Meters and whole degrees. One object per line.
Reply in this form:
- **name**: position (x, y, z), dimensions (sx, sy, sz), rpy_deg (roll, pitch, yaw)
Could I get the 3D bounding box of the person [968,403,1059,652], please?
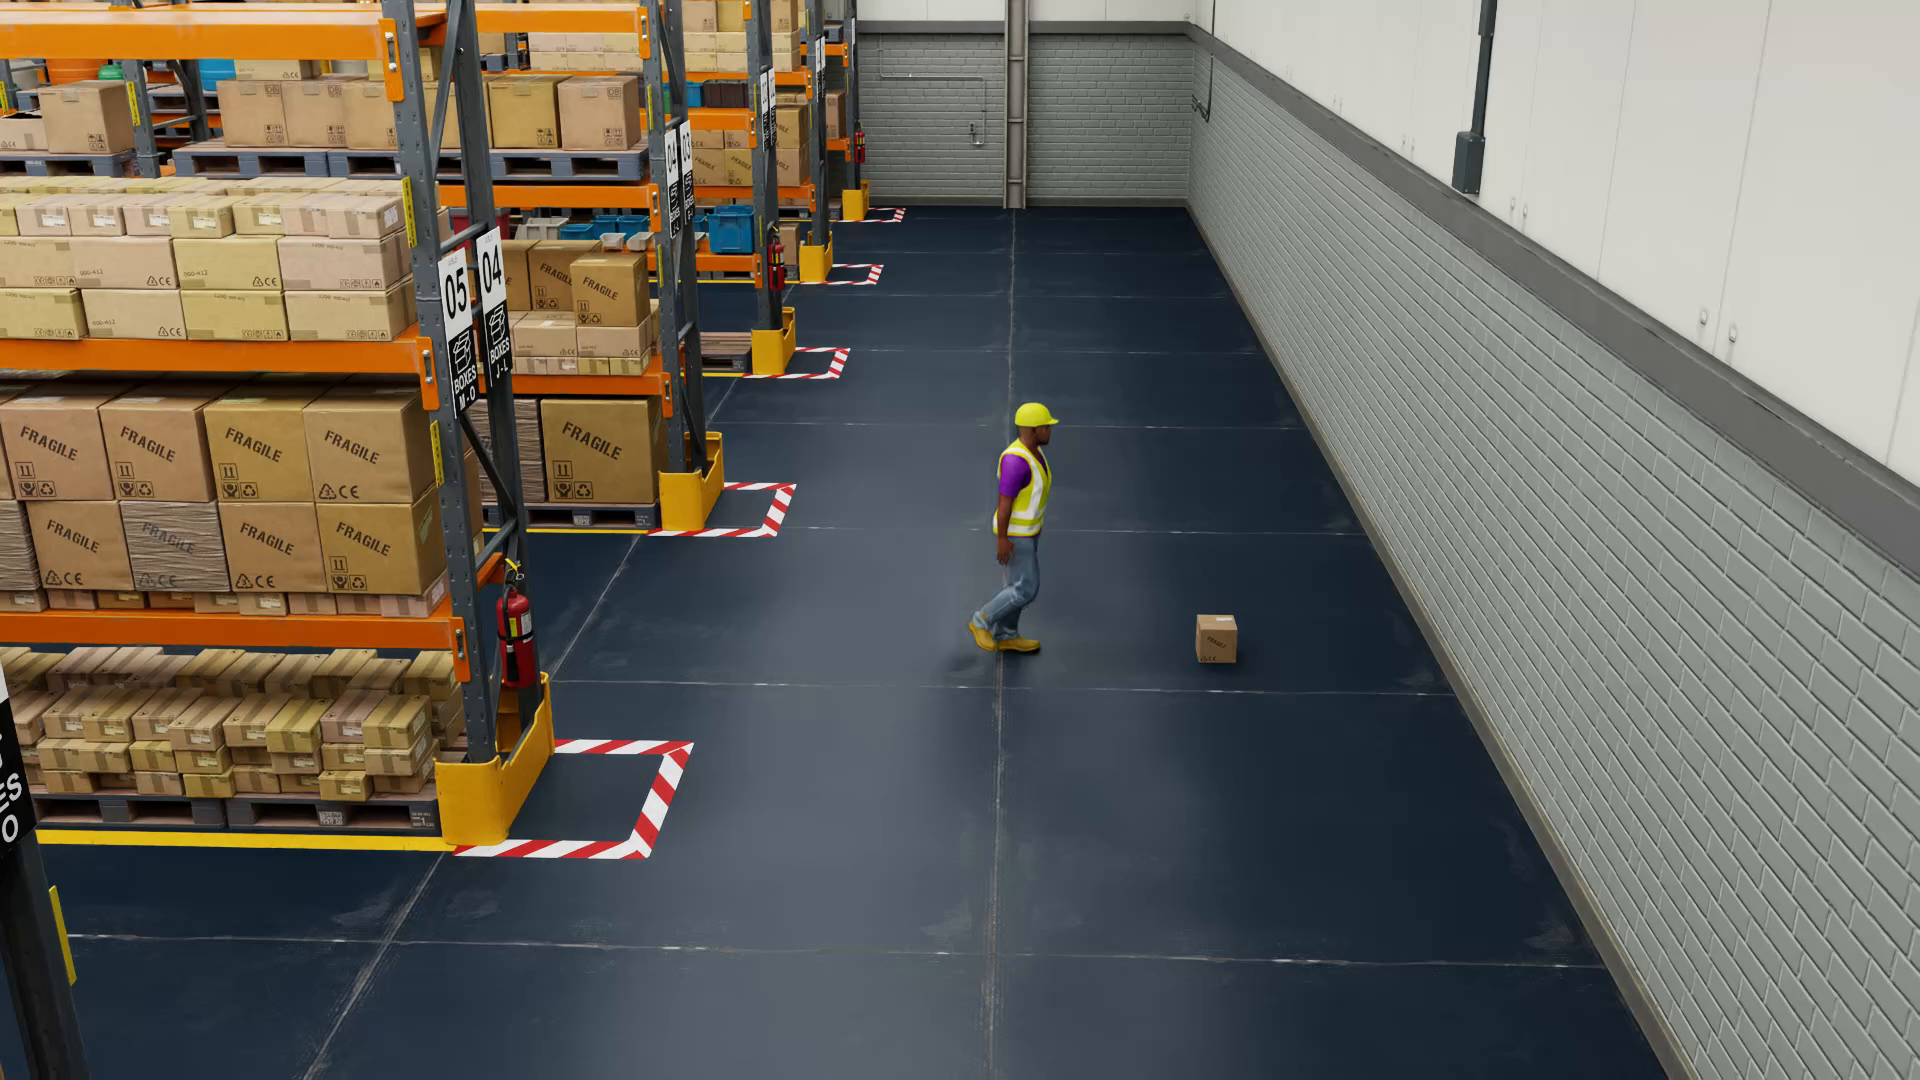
- **person**: position (0.357, -0.066, 11.213), dimensions (0.566, 1.760, 0.614), rpy_deg (5, 21, 14)
